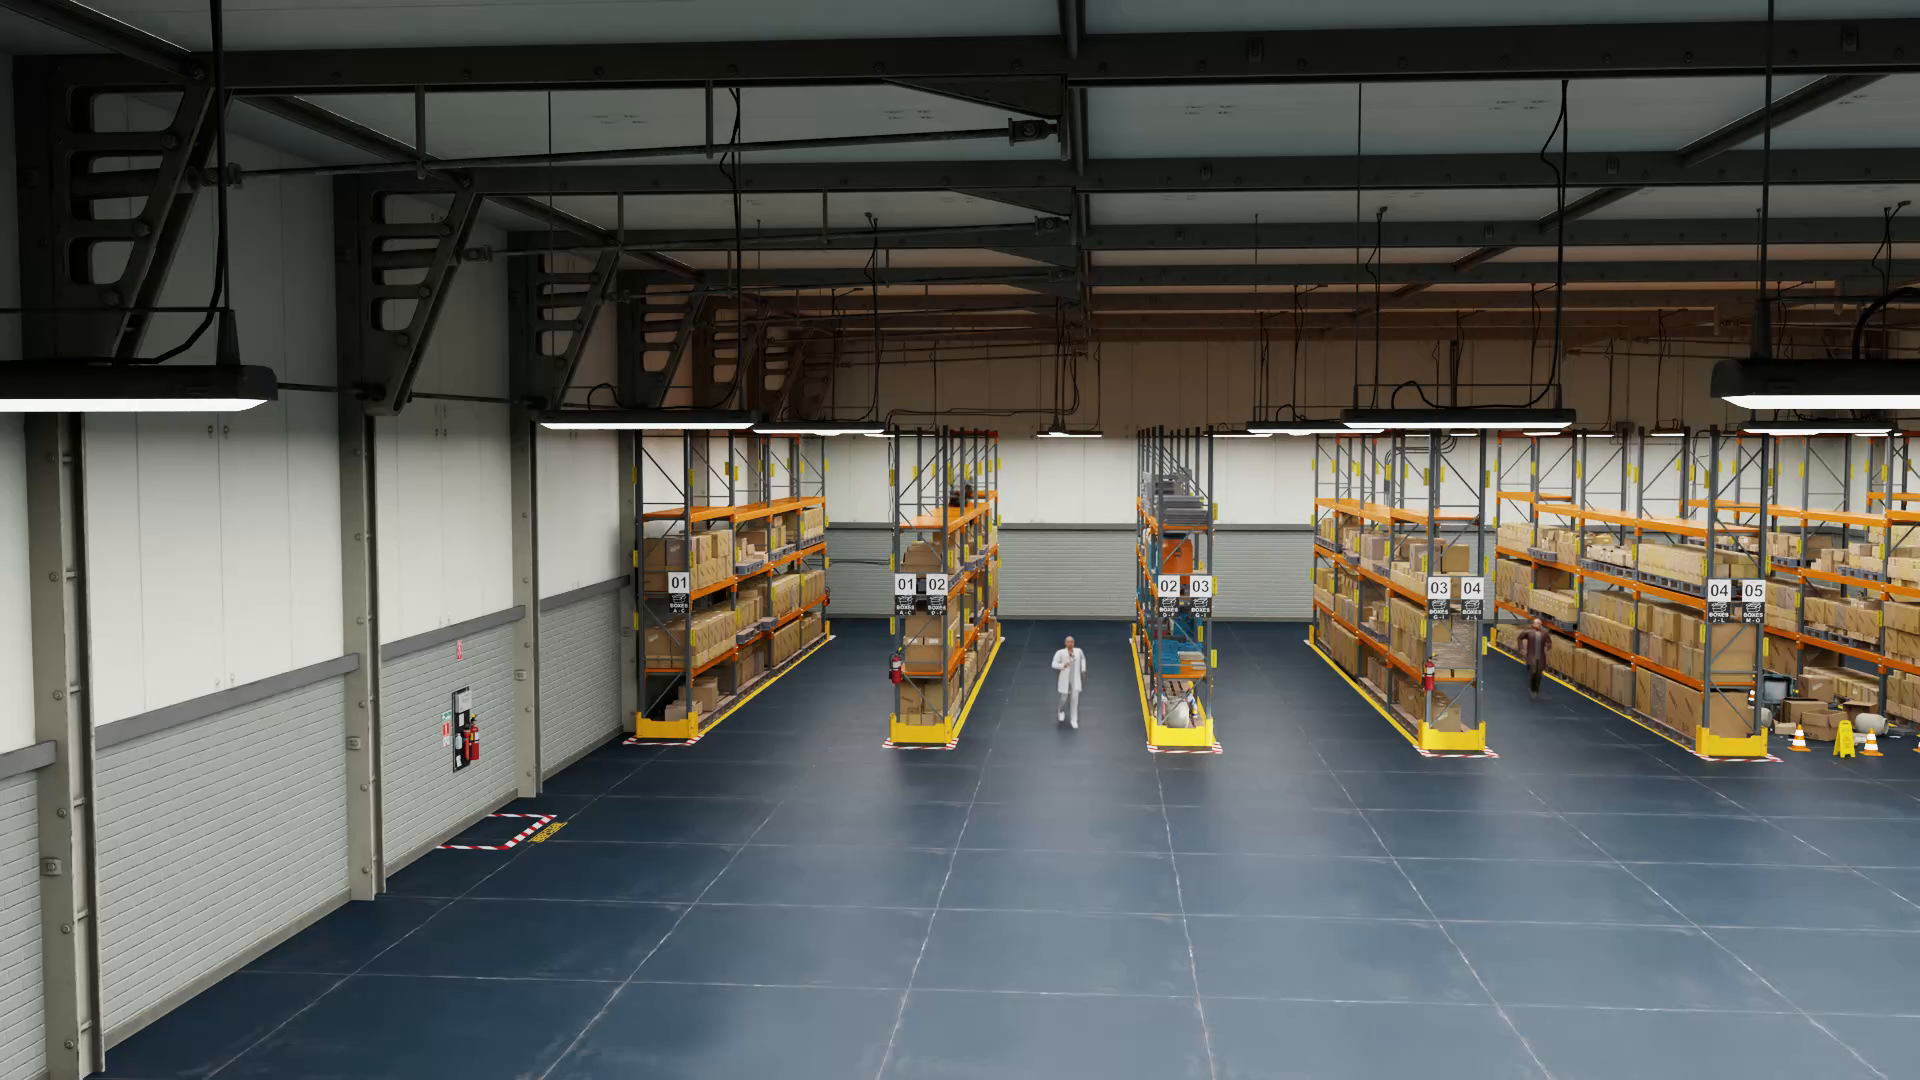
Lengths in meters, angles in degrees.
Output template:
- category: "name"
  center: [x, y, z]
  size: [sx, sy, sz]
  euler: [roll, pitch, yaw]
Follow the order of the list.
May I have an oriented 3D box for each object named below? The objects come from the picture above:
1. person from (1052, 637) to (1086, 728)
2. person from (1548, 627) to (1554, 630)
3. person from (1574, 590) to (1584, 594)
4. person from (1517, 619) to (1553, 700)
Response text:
- category: "person"
  center: [2.181, 2.804, 33.217]
  size: [0.720, 1.763, 1.063]
  euler: [0, 3, -6]
- category: "person"
  center: [16.820, 2.104, 46.902]
  size: [0.587, 1.596, 0.529]
  euler: [-1, 4, -13]
- category: "person"
  center: [17.760, 1.994, 48.217]
  size: [0.704, 1.716, 0.624]
  euler: [-1, 3, -9]
- category: "person"
  center: [12.759, 2.643, 36.843]
  size: [0.703, 1.805, 0.784]
  euler: [0, 3, 2]
